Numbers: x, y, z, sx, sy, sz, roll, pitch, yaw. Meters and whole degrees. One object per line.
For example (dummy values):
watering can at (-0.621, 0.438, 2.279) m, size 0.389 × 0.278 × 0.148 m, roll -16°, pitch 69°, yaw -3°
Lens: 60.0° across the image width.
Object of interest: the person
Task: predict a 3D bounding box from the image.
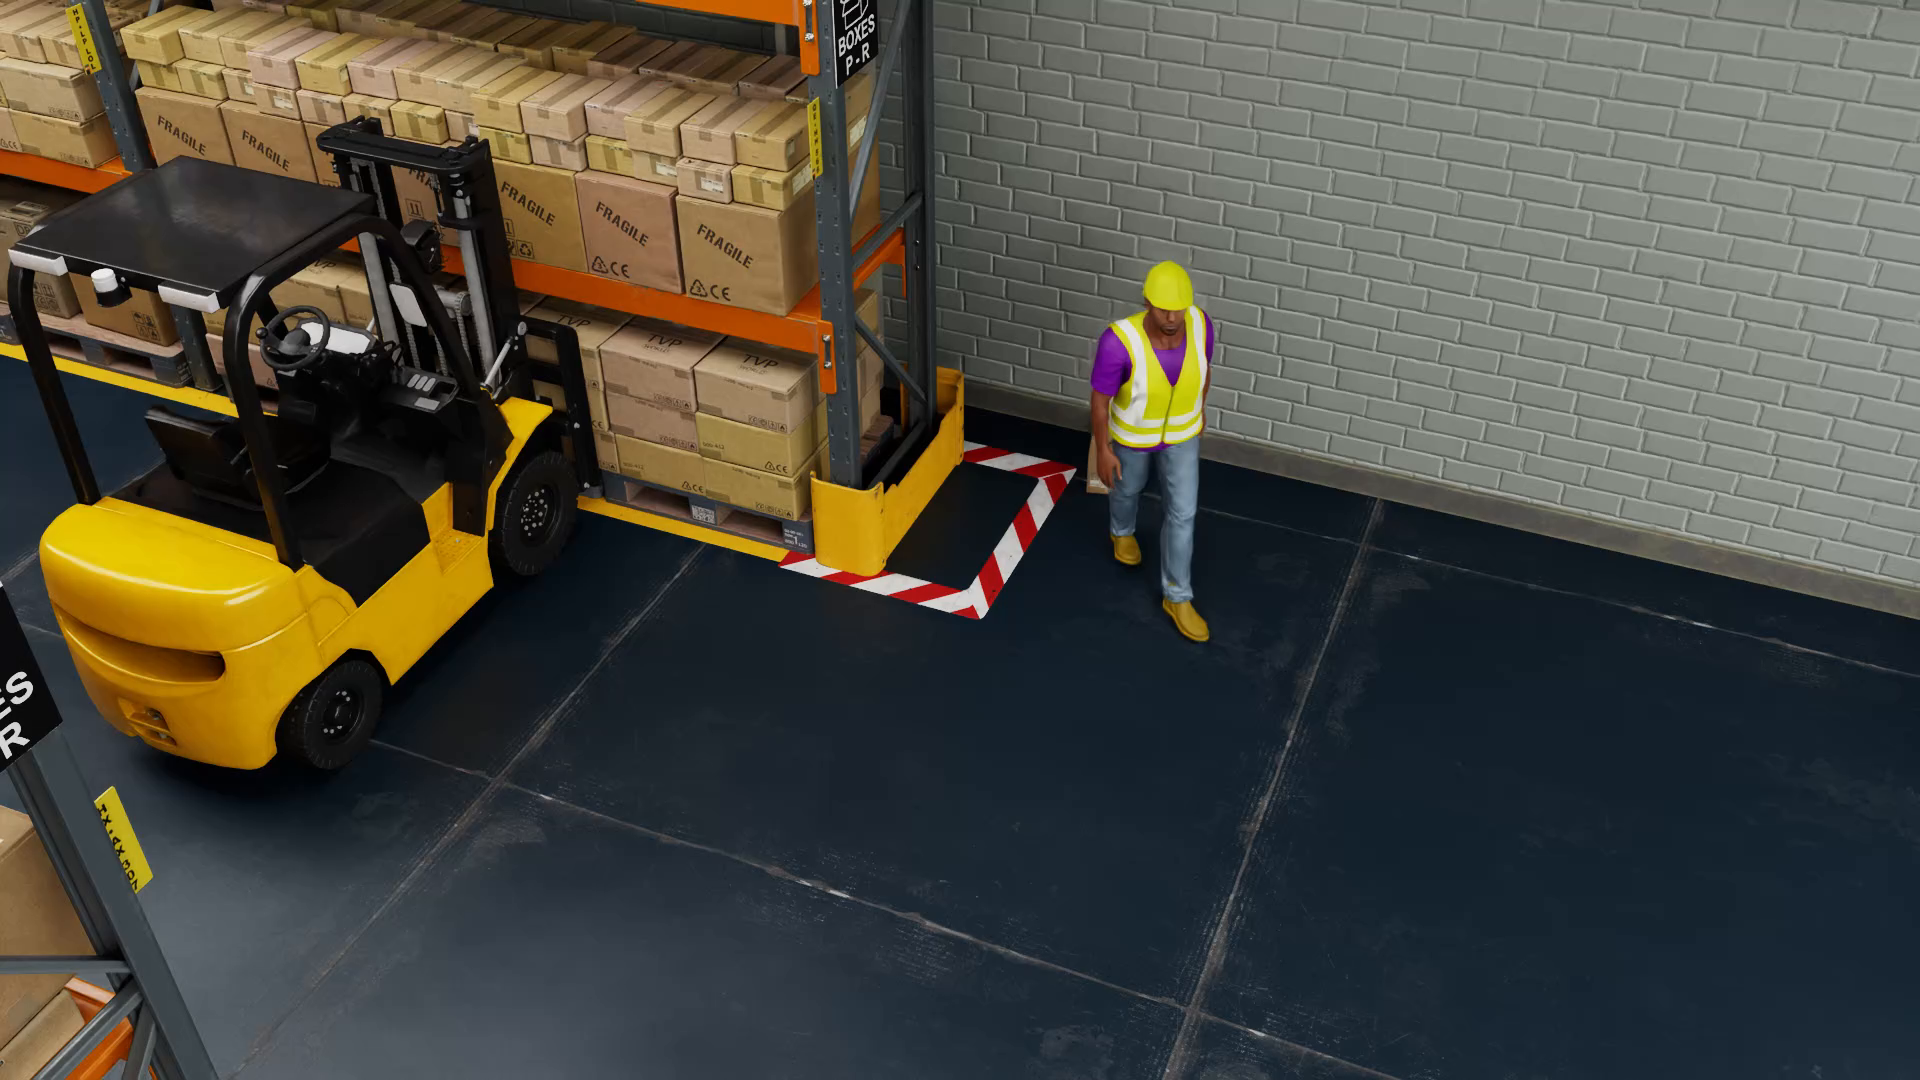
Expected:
person at (0.864, -0.464, 7.404) m, size 0.605 × 1.735 × 0.878 m, roll -6°, pitch 38°, yaw -7°
